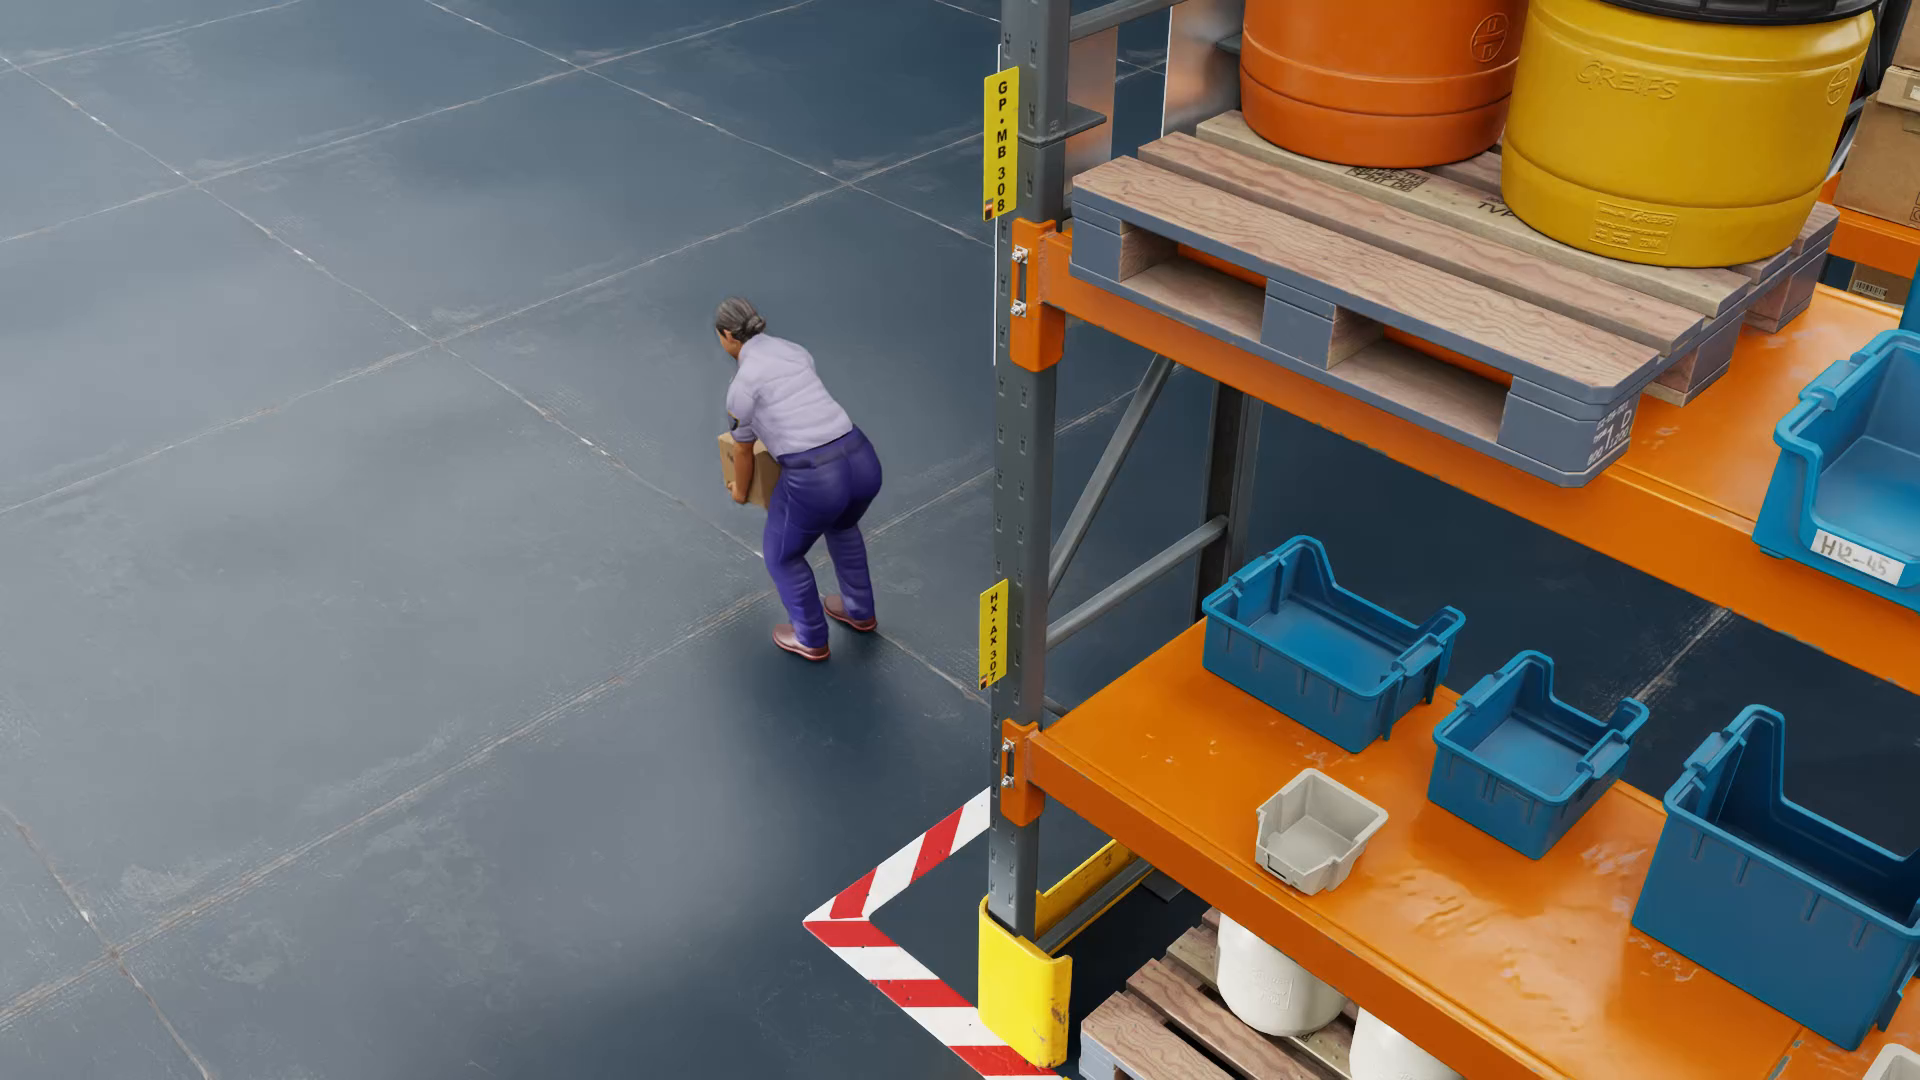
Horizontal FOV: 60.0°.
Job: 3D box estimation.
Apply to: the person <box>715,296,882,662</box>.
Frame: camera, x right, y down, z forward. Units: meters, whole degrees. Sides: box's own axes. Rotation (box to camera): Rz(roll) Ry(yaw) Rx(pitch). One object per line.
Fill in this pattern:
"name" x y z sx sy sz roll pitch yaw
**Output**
"person" -0.659 -0.244 6.687 0.728 1.437 0.454 29 45 34
